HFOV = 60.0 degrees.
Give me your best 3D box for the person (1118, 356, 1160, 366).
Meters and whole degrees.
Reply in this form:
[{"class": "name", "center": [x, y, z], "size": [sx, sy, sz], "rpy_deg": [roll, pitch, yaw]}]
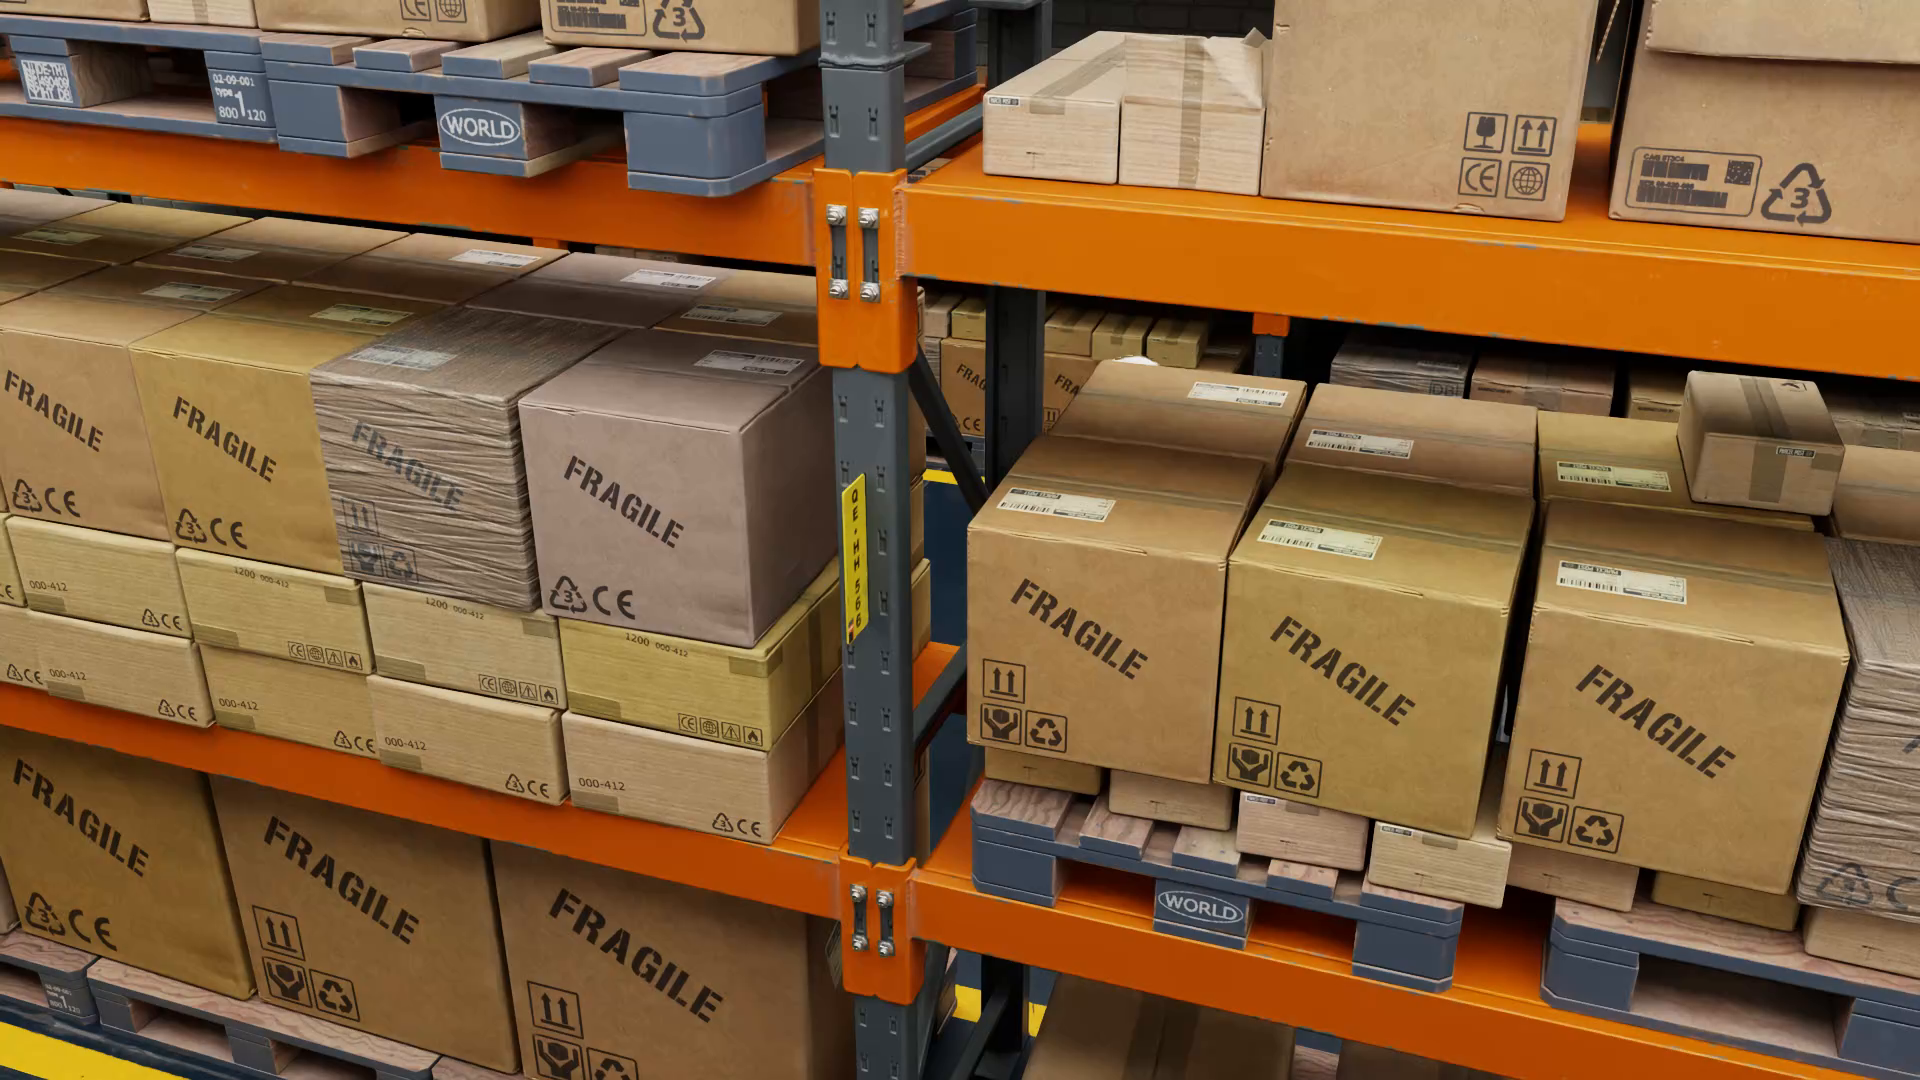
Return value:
[{"class": "person", "center": [0.675, 0.285, 5.469], "size": [0.558, 1.765, 0.665], "rpy_deg": [-23, 34, -39]}]
